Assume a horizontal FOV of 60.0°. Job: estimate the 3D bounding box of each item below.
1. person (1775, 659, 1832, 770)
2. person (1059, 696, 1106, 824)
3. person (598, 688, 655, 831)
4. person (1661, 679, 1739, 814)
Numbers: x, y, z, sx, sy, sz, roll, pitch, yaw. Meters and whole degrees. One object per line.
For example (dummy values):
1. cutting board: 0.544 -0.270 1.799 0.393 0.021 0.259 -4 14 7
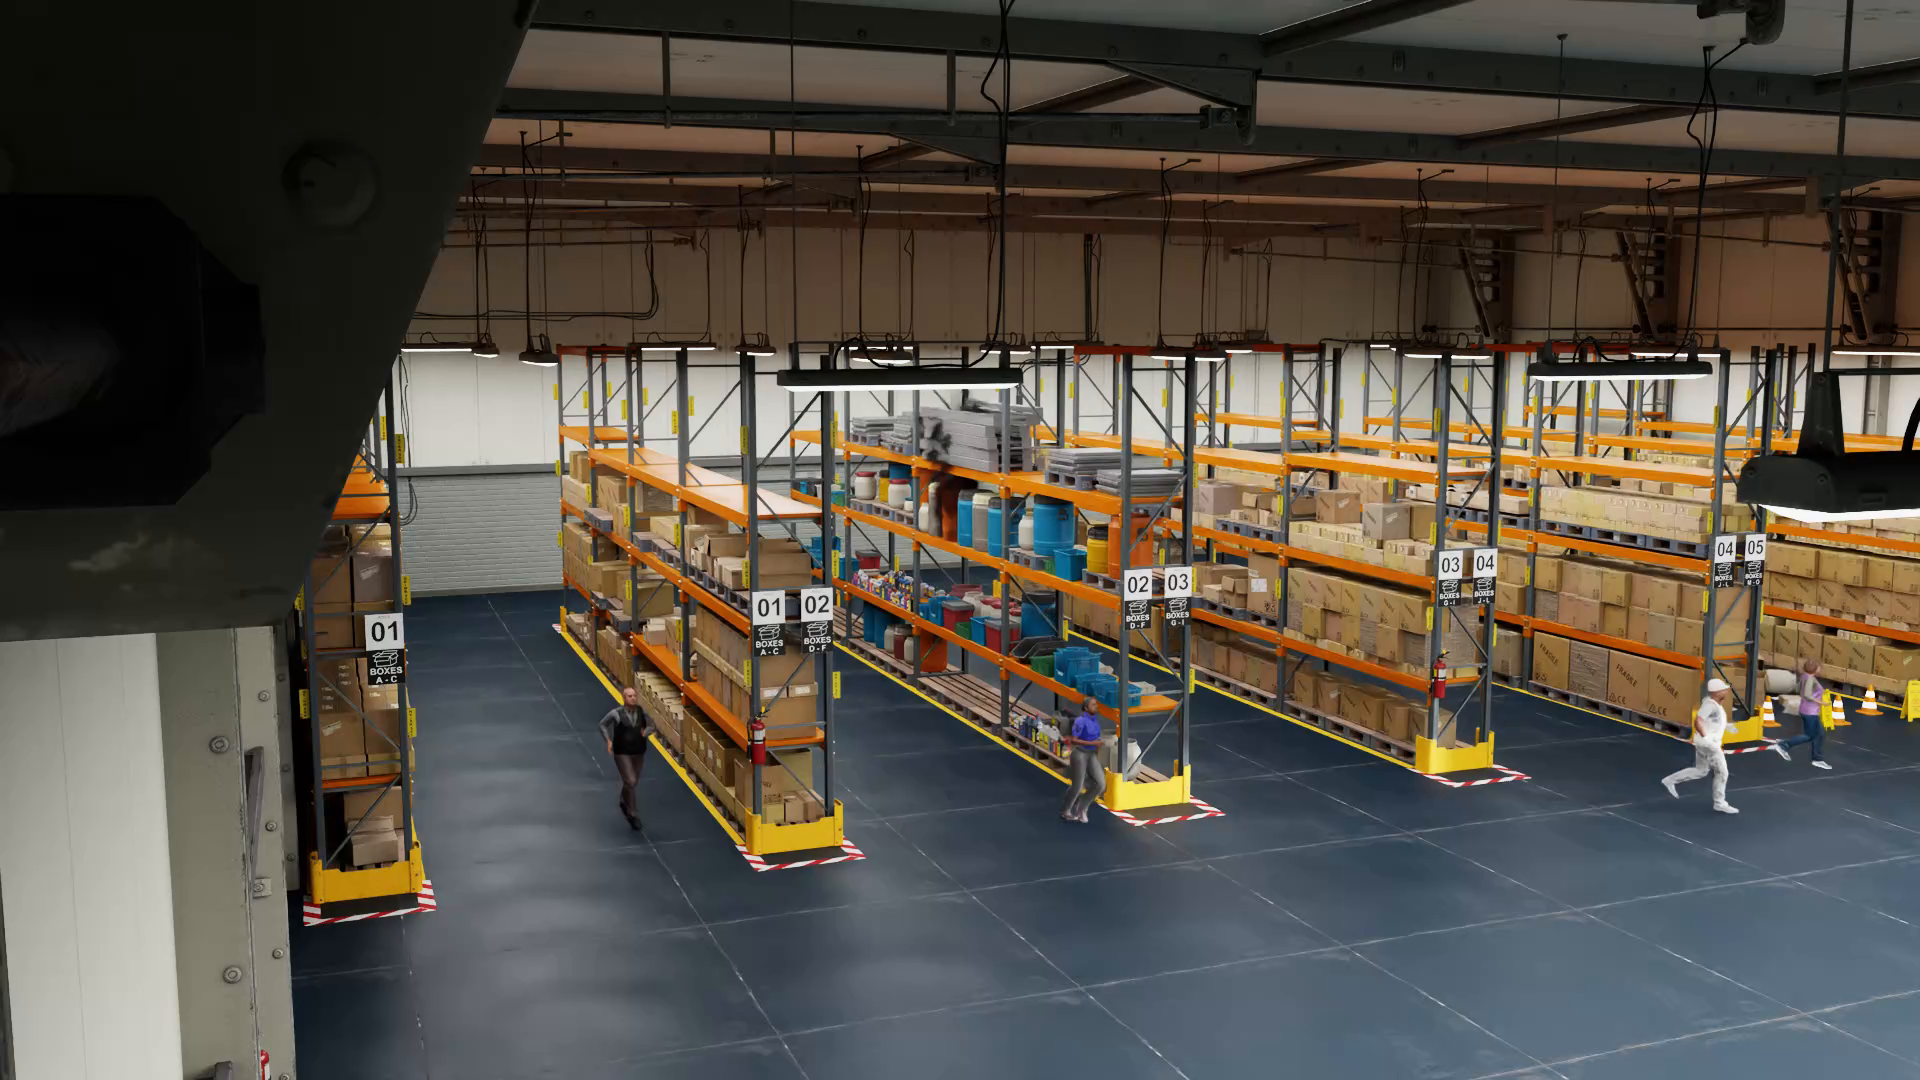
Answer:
1. person: 12.214 2.508 23.993 0.761 1.602 0.549 3 8 24
2. person: 1.650 2.829 21.371 0.665 1.657 0.583 7 10 44
3. person: -4.220 2.763 21.307 0.645 1.760 0.800 -6 9 -38
4. person: 9.773 2.685 21.882 0.954 1.766 0.656 3 8 19
